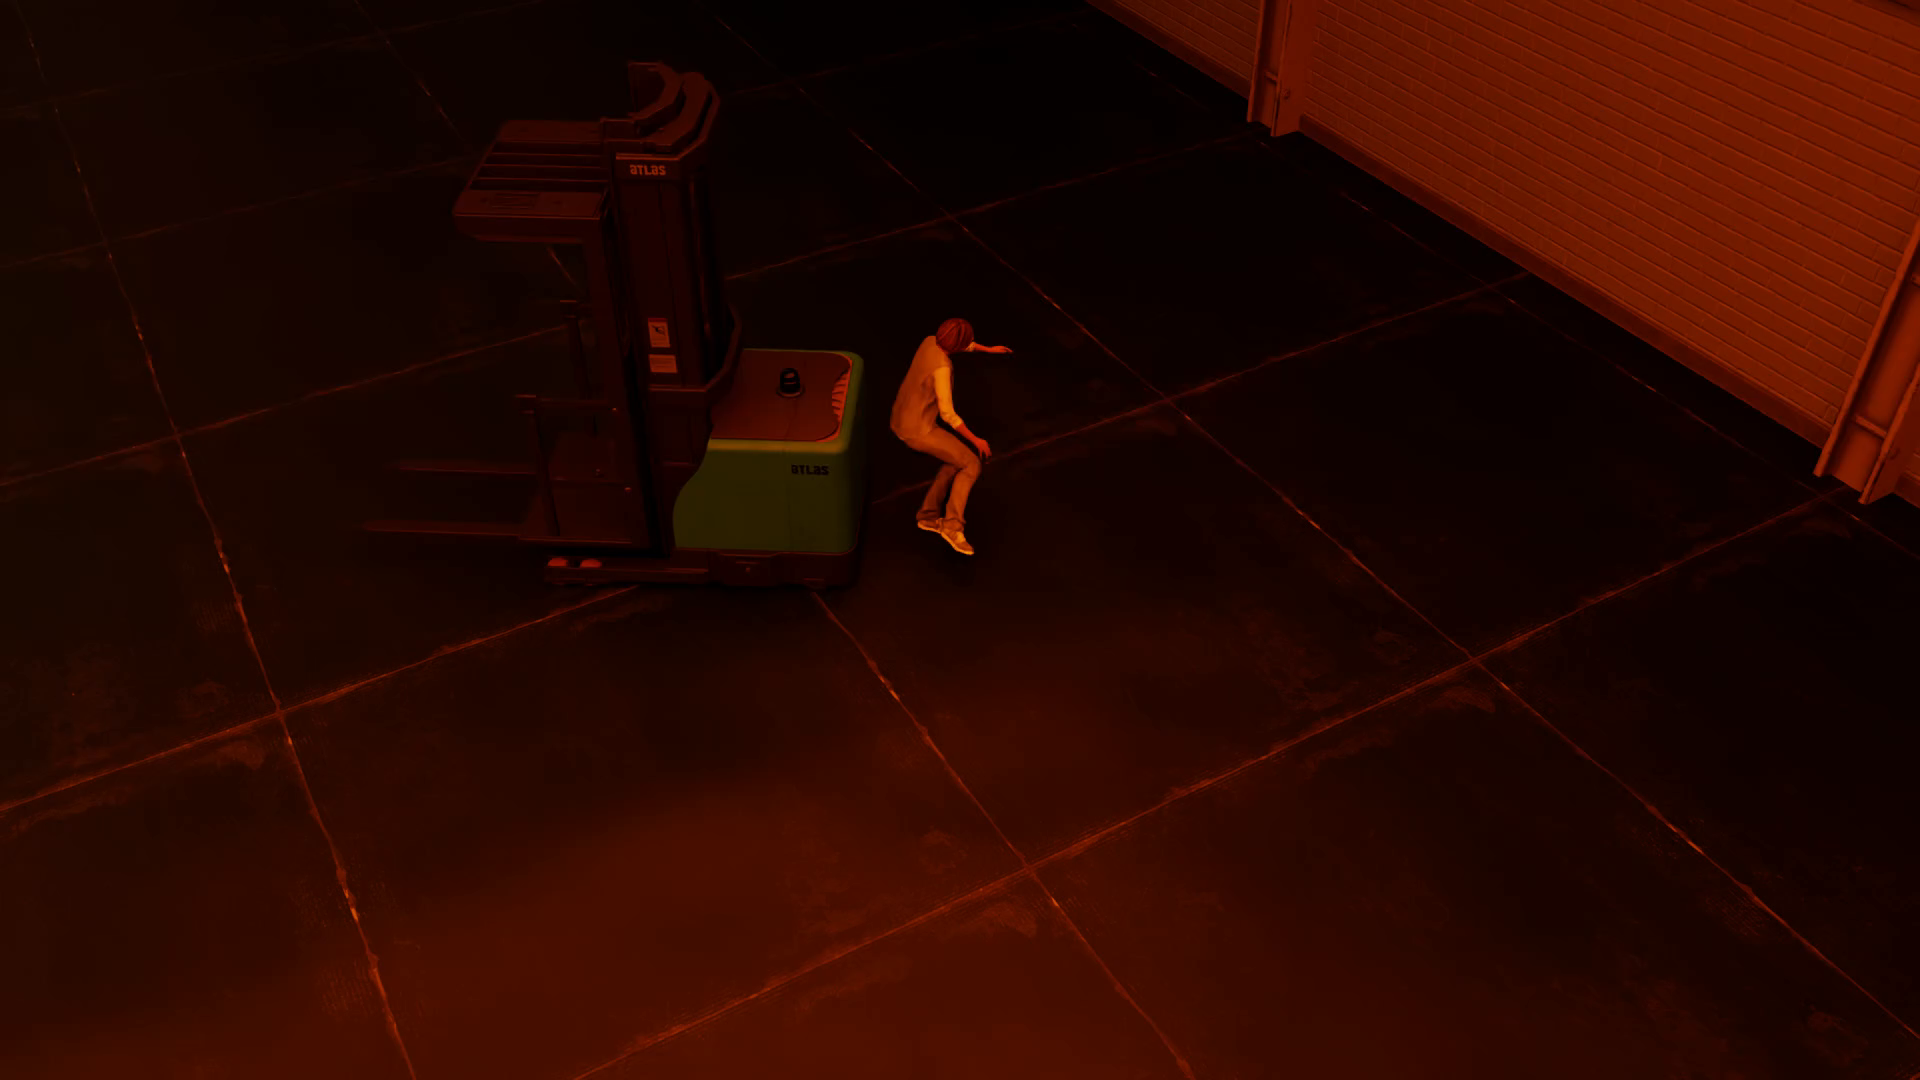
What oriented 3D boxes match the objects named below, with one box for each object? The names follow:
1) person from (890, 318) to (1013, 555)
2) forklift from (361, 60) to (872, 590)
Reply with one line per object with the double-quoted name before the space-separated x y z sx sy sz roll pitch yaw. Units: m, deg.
"person" 0.026 -0.671 10.090 0.849 1.363 1.026 -11 41 -13
"forklift" -2.098 -1.187 9.467 3.031 2.935 1.130 2 40 2
